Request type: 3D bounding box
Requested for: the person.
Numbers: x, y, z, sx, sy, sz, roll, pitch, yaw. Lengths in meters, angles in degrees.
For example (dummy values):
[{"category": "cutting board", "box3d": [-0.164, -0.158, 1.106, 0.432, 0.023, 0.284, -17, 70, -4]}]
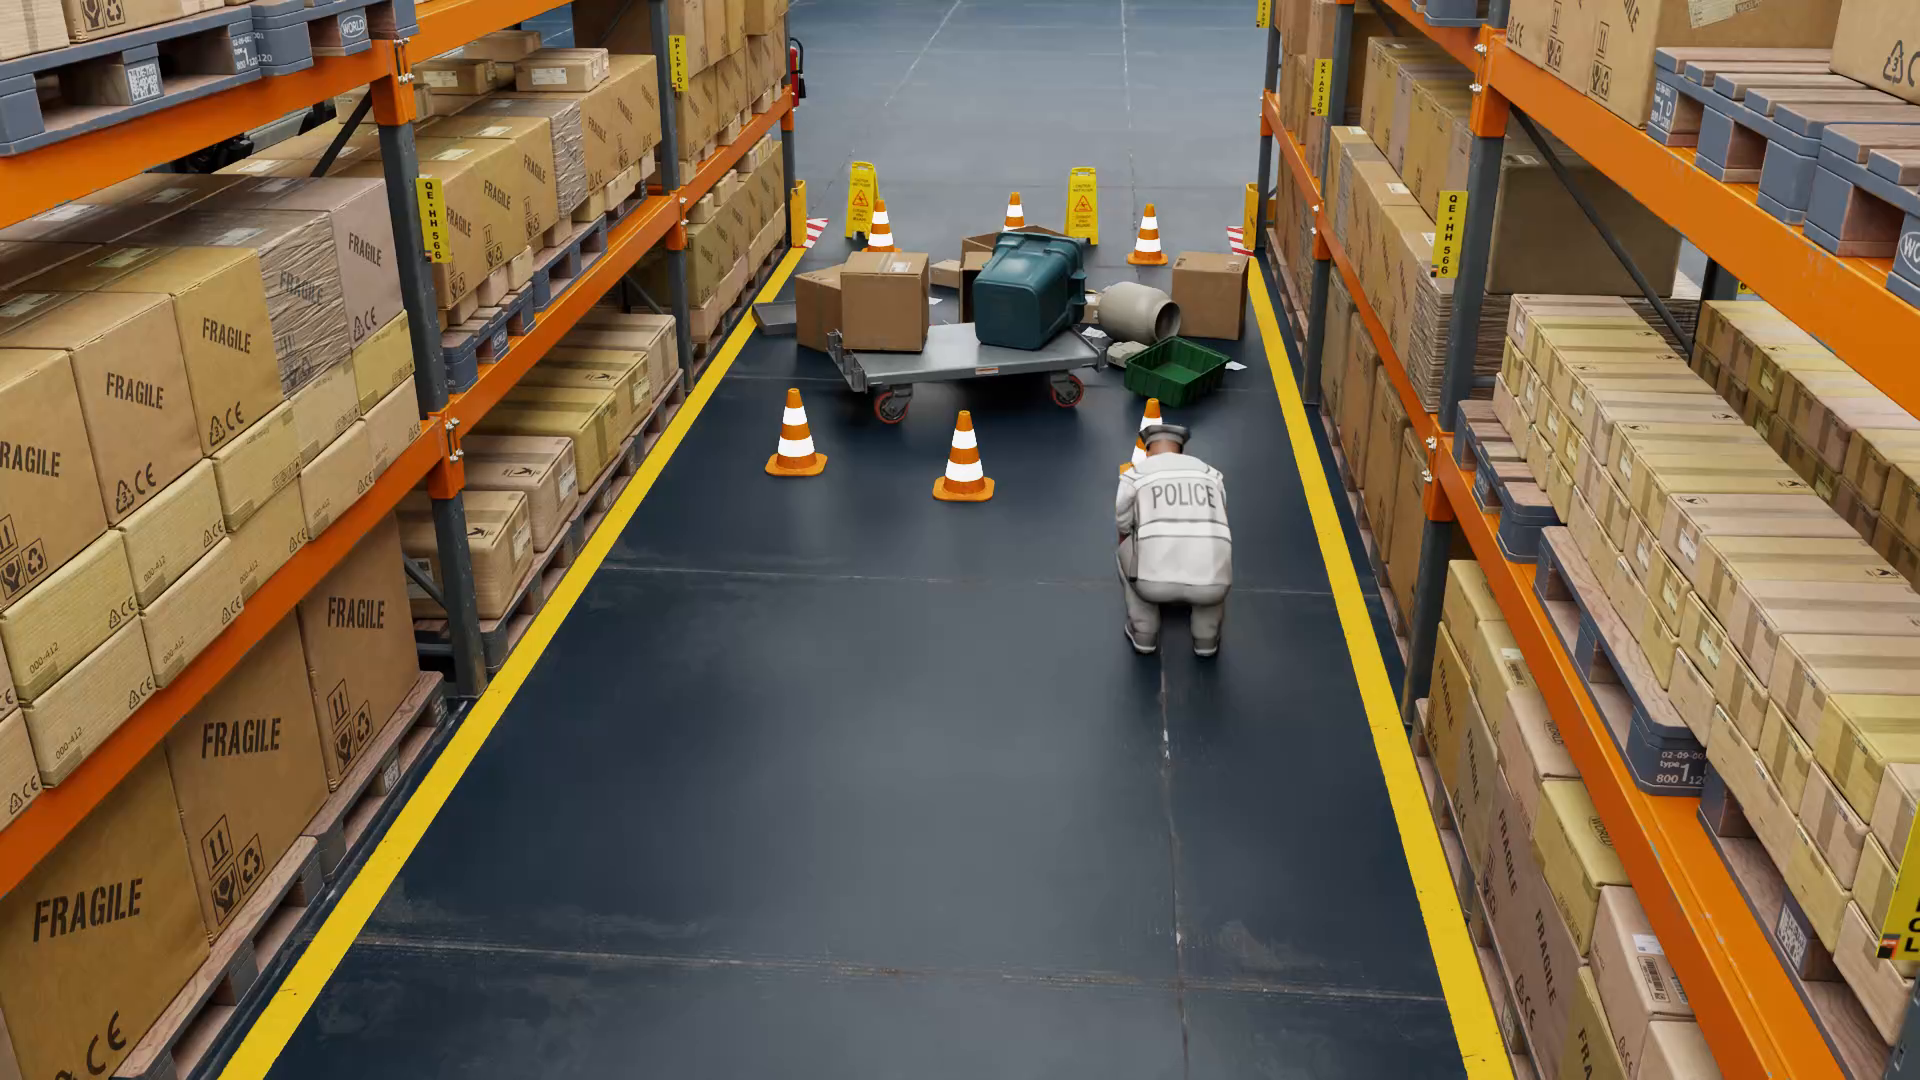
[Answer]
[{"category": "person", "box3d": [0.988, -0.001, 7.644, 0.554, 0.901, 0.956, 2, 24, 4]}]
